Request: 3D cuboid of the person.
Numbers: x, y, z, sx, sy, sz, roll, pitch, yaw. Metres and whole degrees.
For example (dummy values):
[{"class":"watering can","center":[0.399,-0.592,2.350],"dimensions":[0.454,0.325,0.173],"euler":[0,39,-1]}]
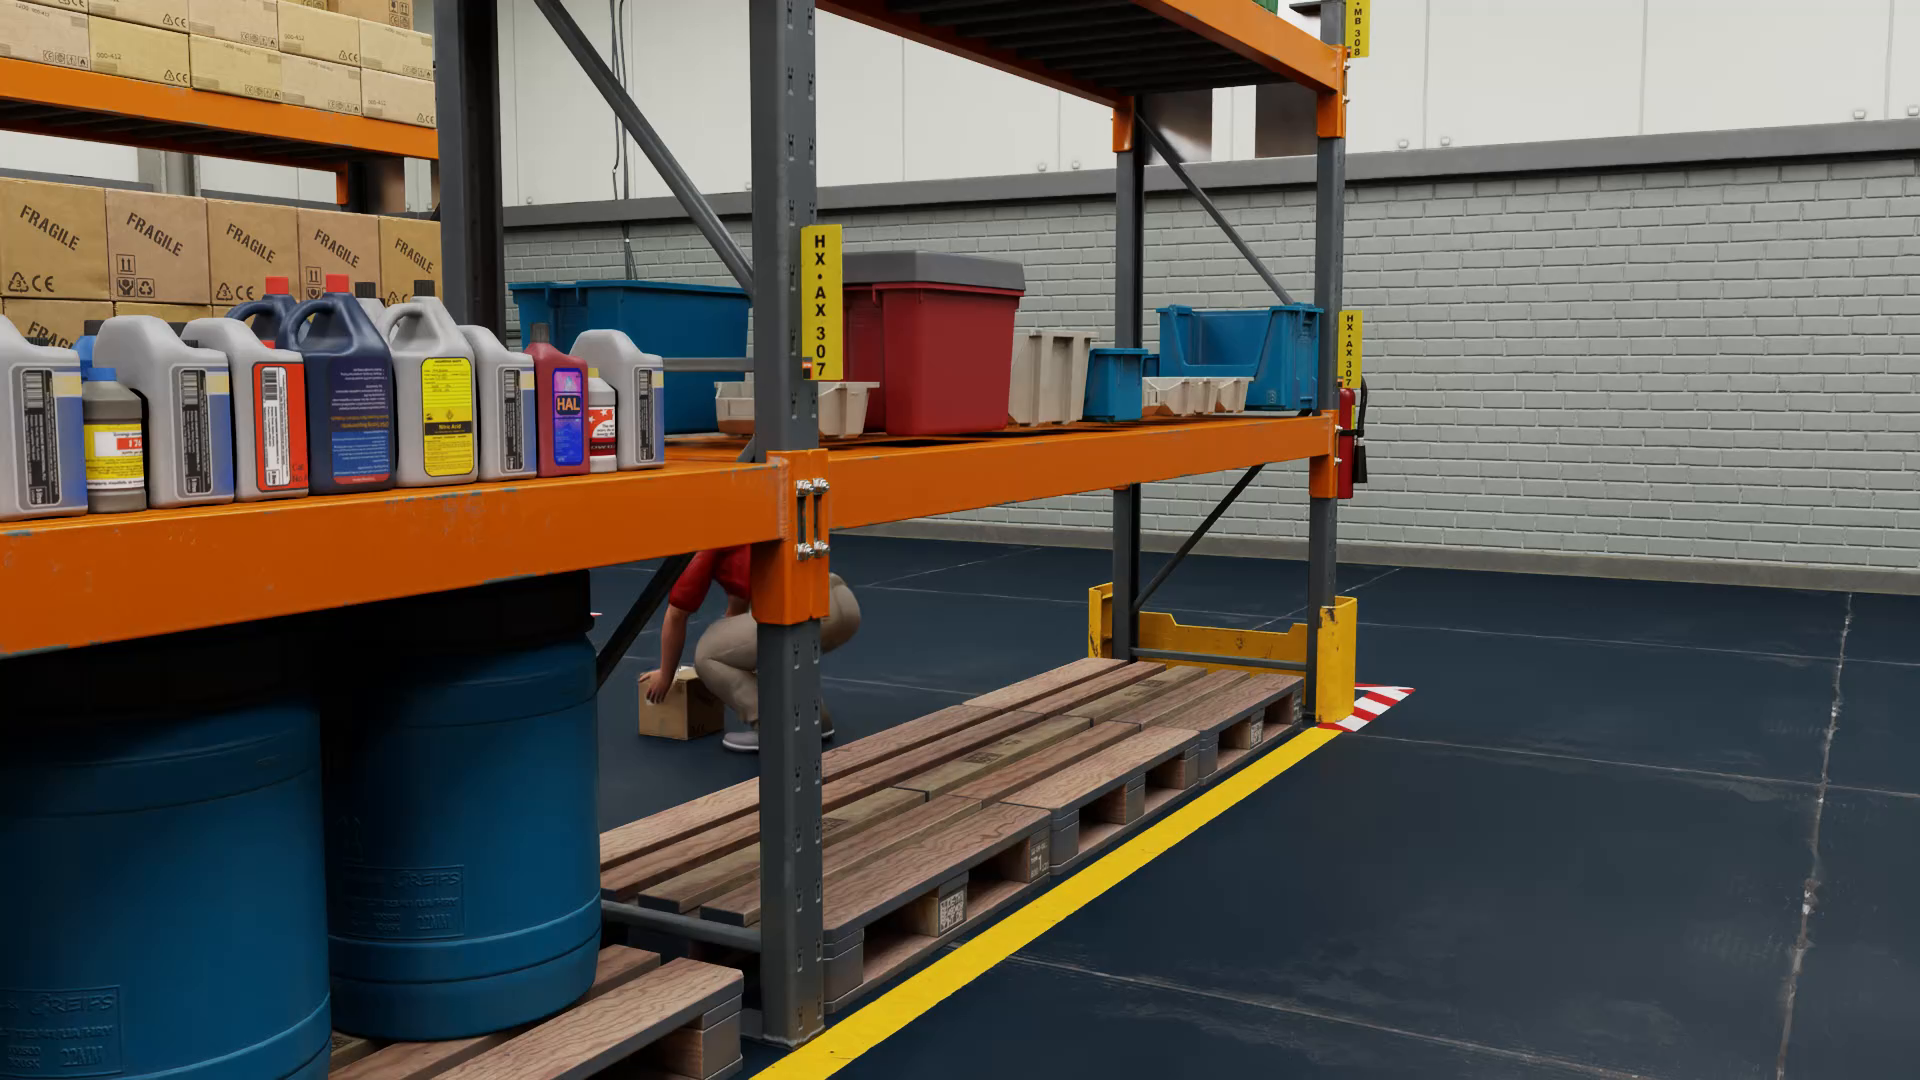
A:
[{"class":"person","center":[-0.846,0.328,6.663],"dimensions":[0.869,0.990,0.570],"euler":[3,7,28]}]
